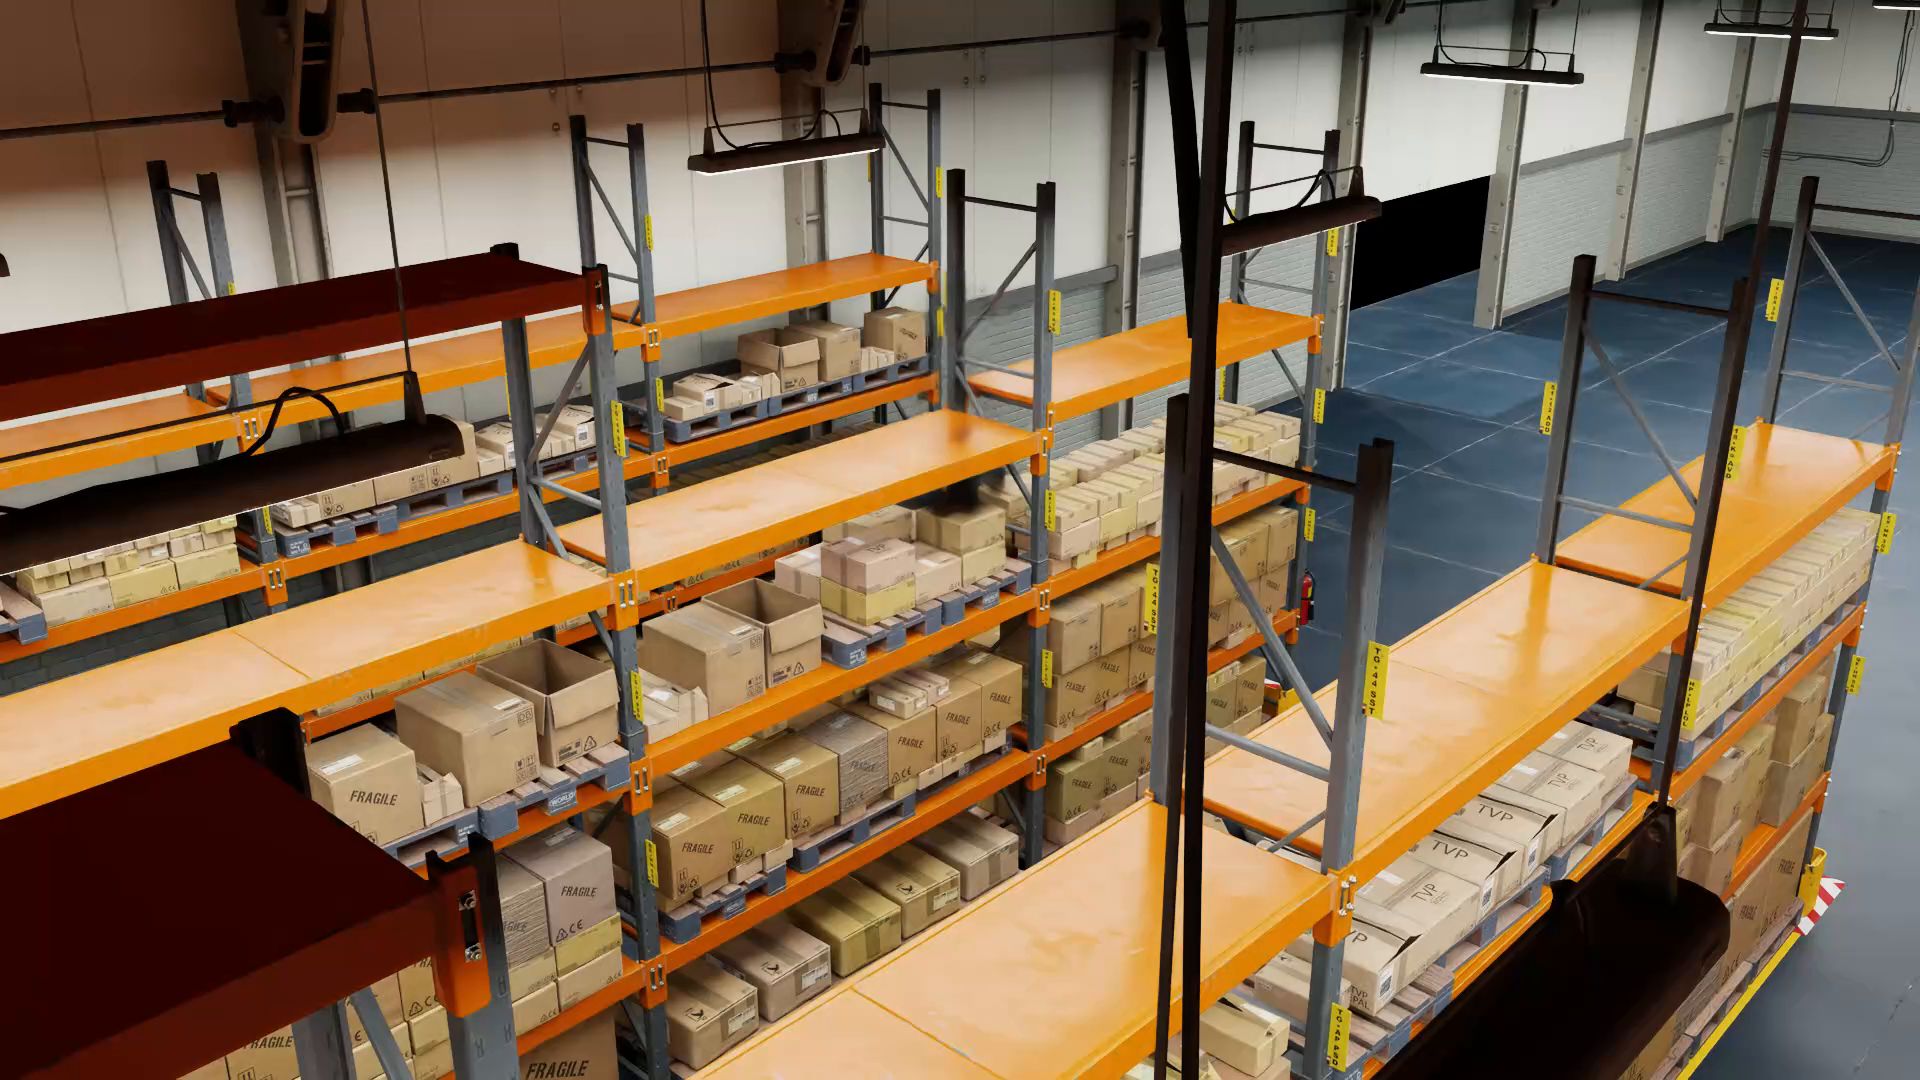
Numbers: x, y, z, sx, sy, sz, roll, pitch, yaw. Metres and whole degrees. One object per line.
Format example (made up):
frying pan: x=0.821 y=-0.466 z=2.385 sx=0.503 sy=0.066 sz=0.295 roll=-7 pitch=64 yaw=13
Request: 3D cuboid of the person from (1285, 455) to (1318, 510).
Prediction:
person: x=4.328 y=-0.720 z=21.623 sx=0.565 sy=1.631 sz=0.778 roll=10 pitch=23 yaw=25
